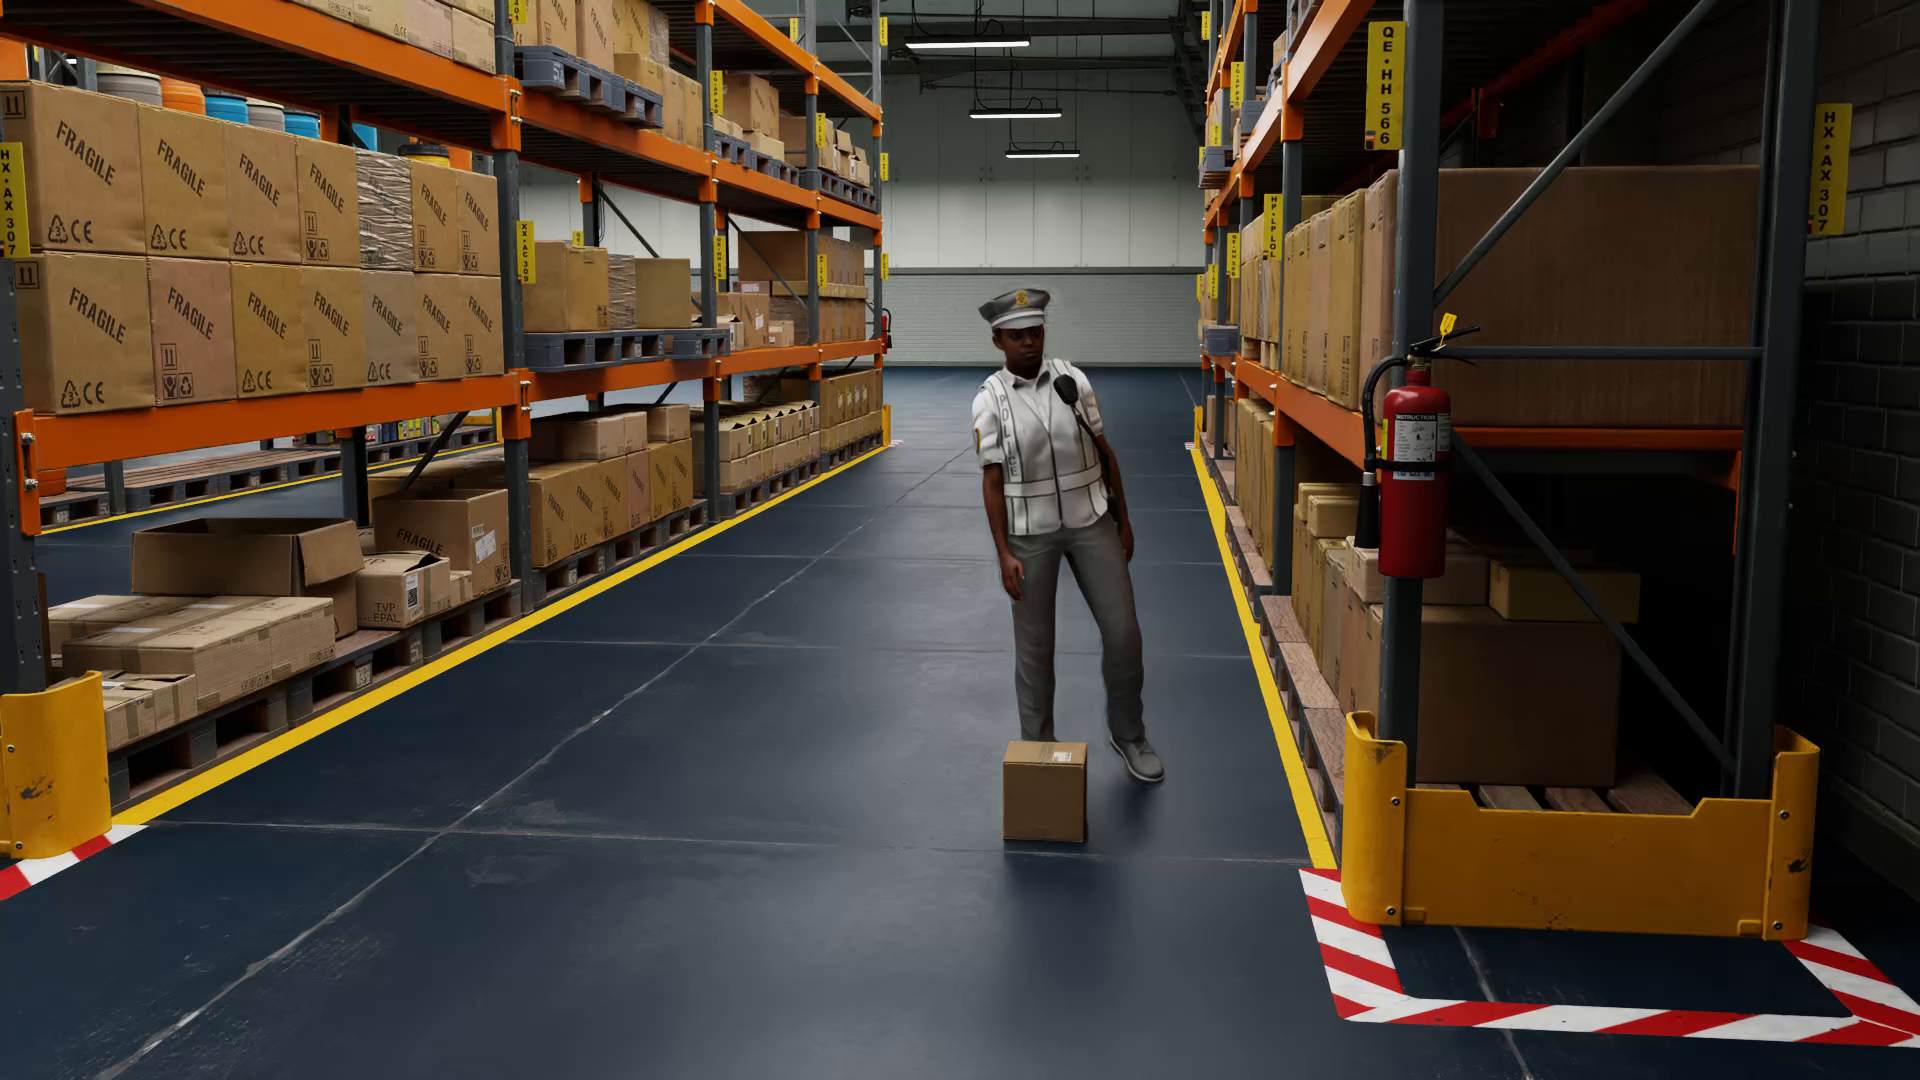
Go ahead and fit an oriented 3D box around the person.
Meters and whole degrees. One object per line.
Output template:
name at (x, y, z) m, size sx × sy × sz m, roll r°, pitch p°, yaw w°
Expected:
person at (0.372, 0.003, 5.588) m, size 0.665 × 1.680 × 0.402 m, roll 0°, pitch 8°, yaw -2°
